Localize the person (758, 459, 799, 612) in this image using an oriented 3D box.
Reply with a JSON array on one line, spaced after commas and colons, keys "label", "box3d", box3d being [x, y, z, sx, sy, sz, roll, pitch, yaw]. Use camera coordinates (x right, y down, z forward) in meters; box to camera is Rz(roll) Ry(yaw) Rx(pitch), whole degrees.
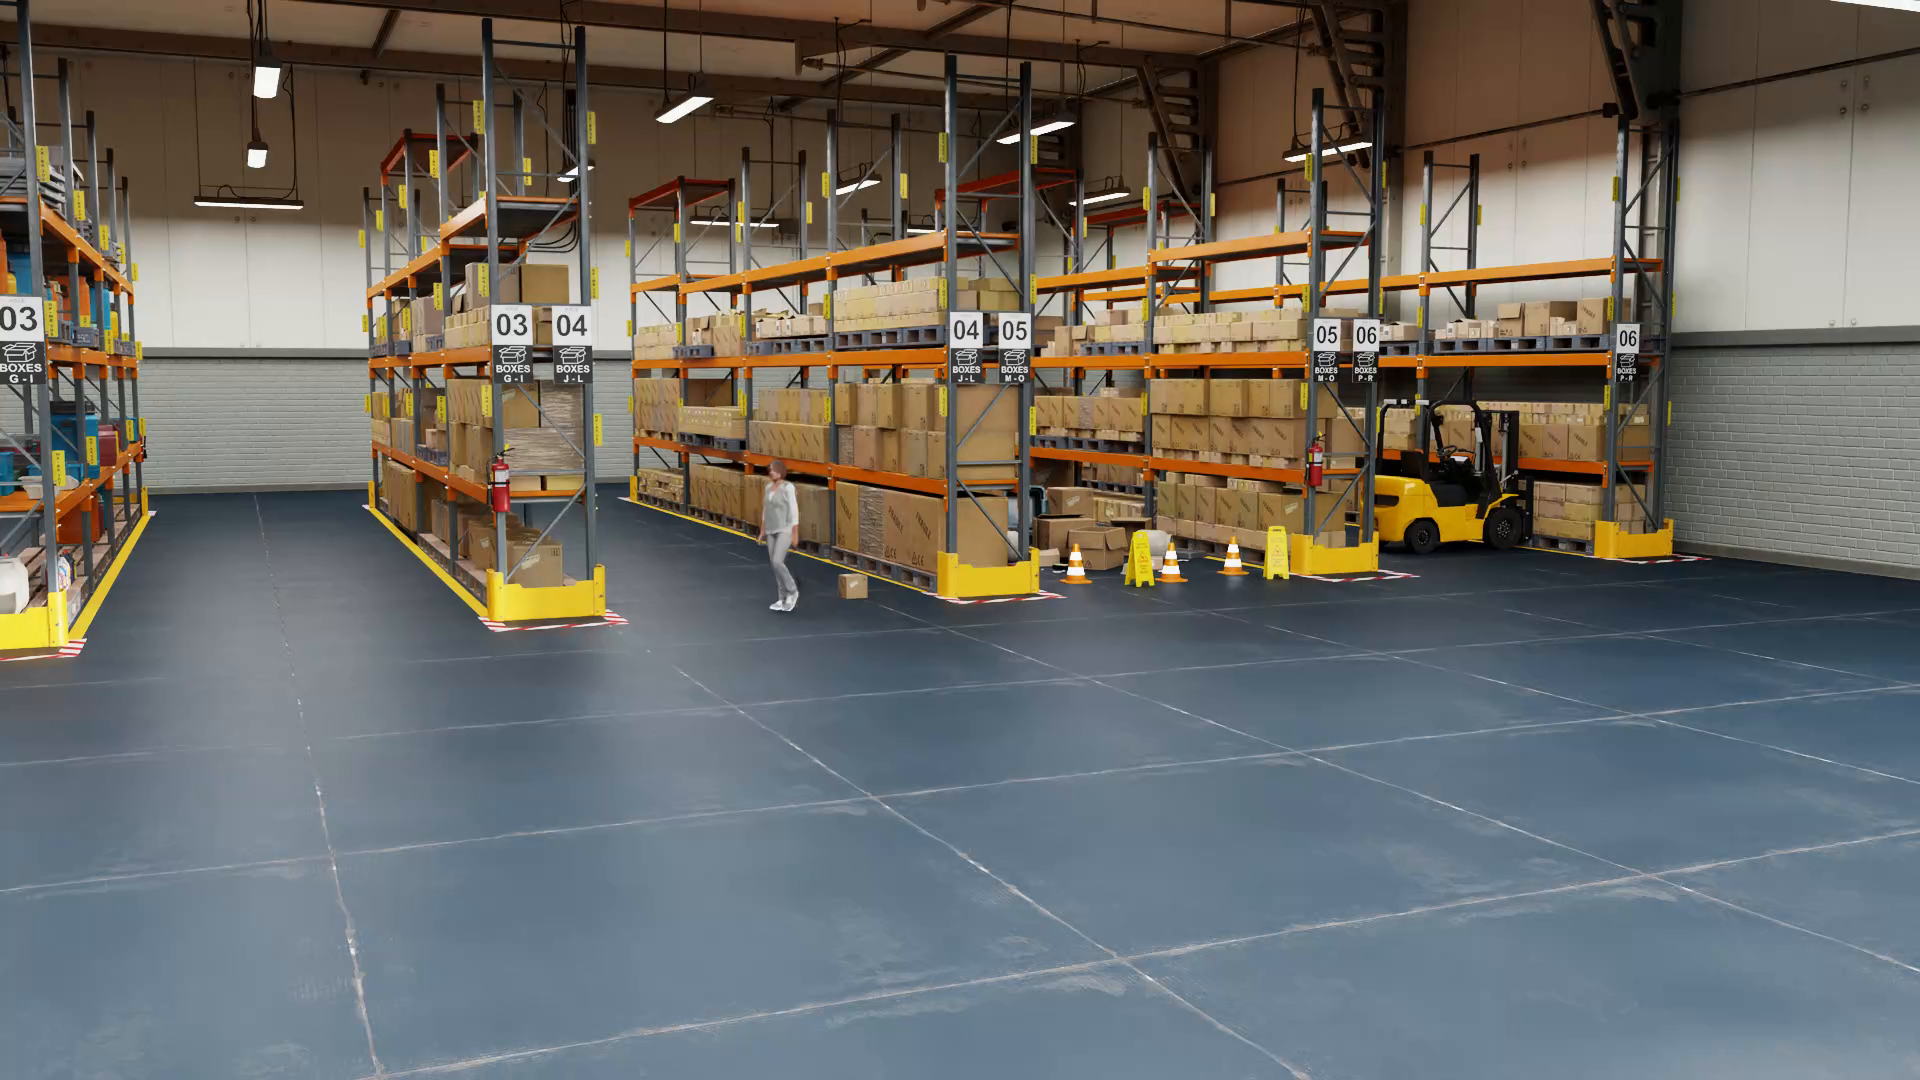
[{"label": "person", "box3d": [-1.903, -0.045, 17.457, 0.422, 1.604, 0.411, 5, 7, 40]}]
